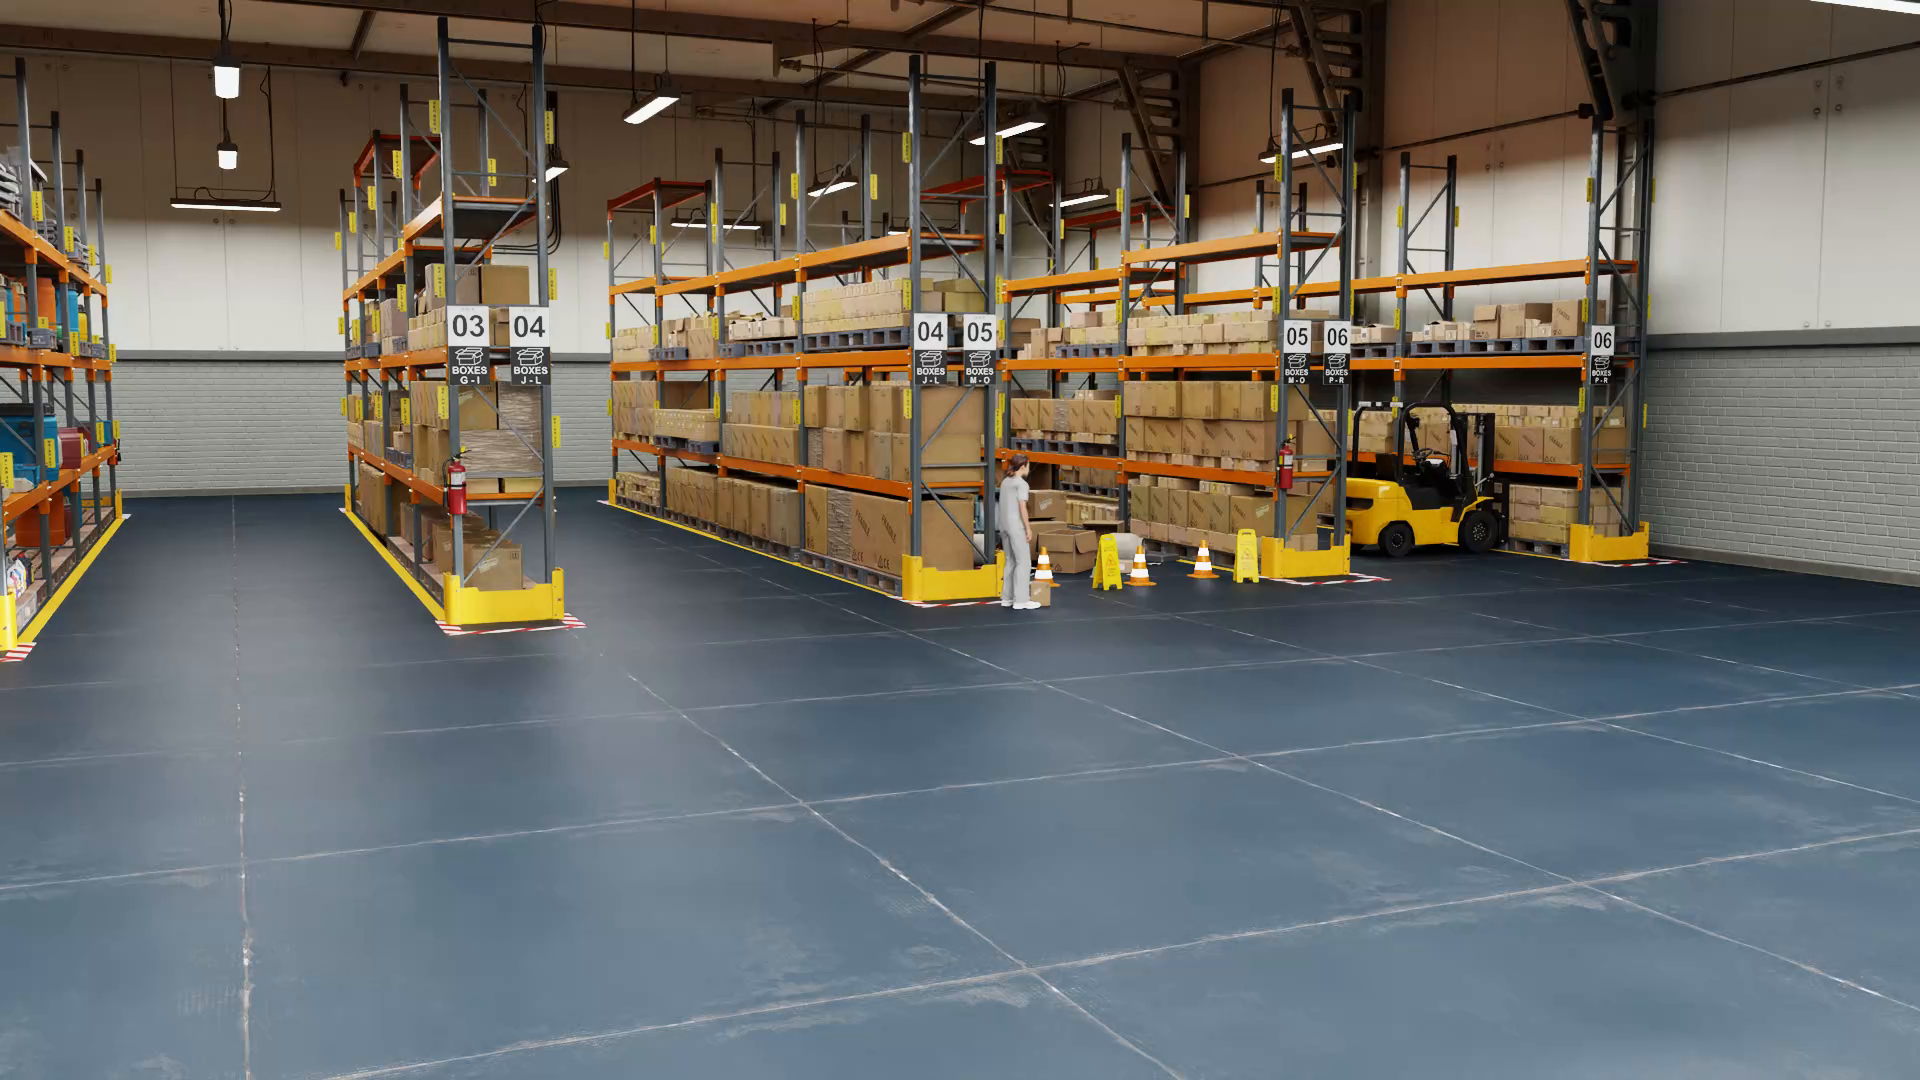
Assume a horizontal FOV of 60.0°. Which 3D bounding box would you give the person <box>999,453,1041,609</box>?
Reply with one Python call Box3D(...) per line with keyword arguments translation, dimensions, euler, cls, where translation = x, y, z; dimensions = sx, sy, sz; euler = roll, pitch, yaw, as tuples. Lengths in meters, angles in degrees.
Box3D(translation=(0.616, -0.104, 18.046), dimensions=(0.356, 1.673, 0.493), euler=(-3, 6, -29), cls="person")
